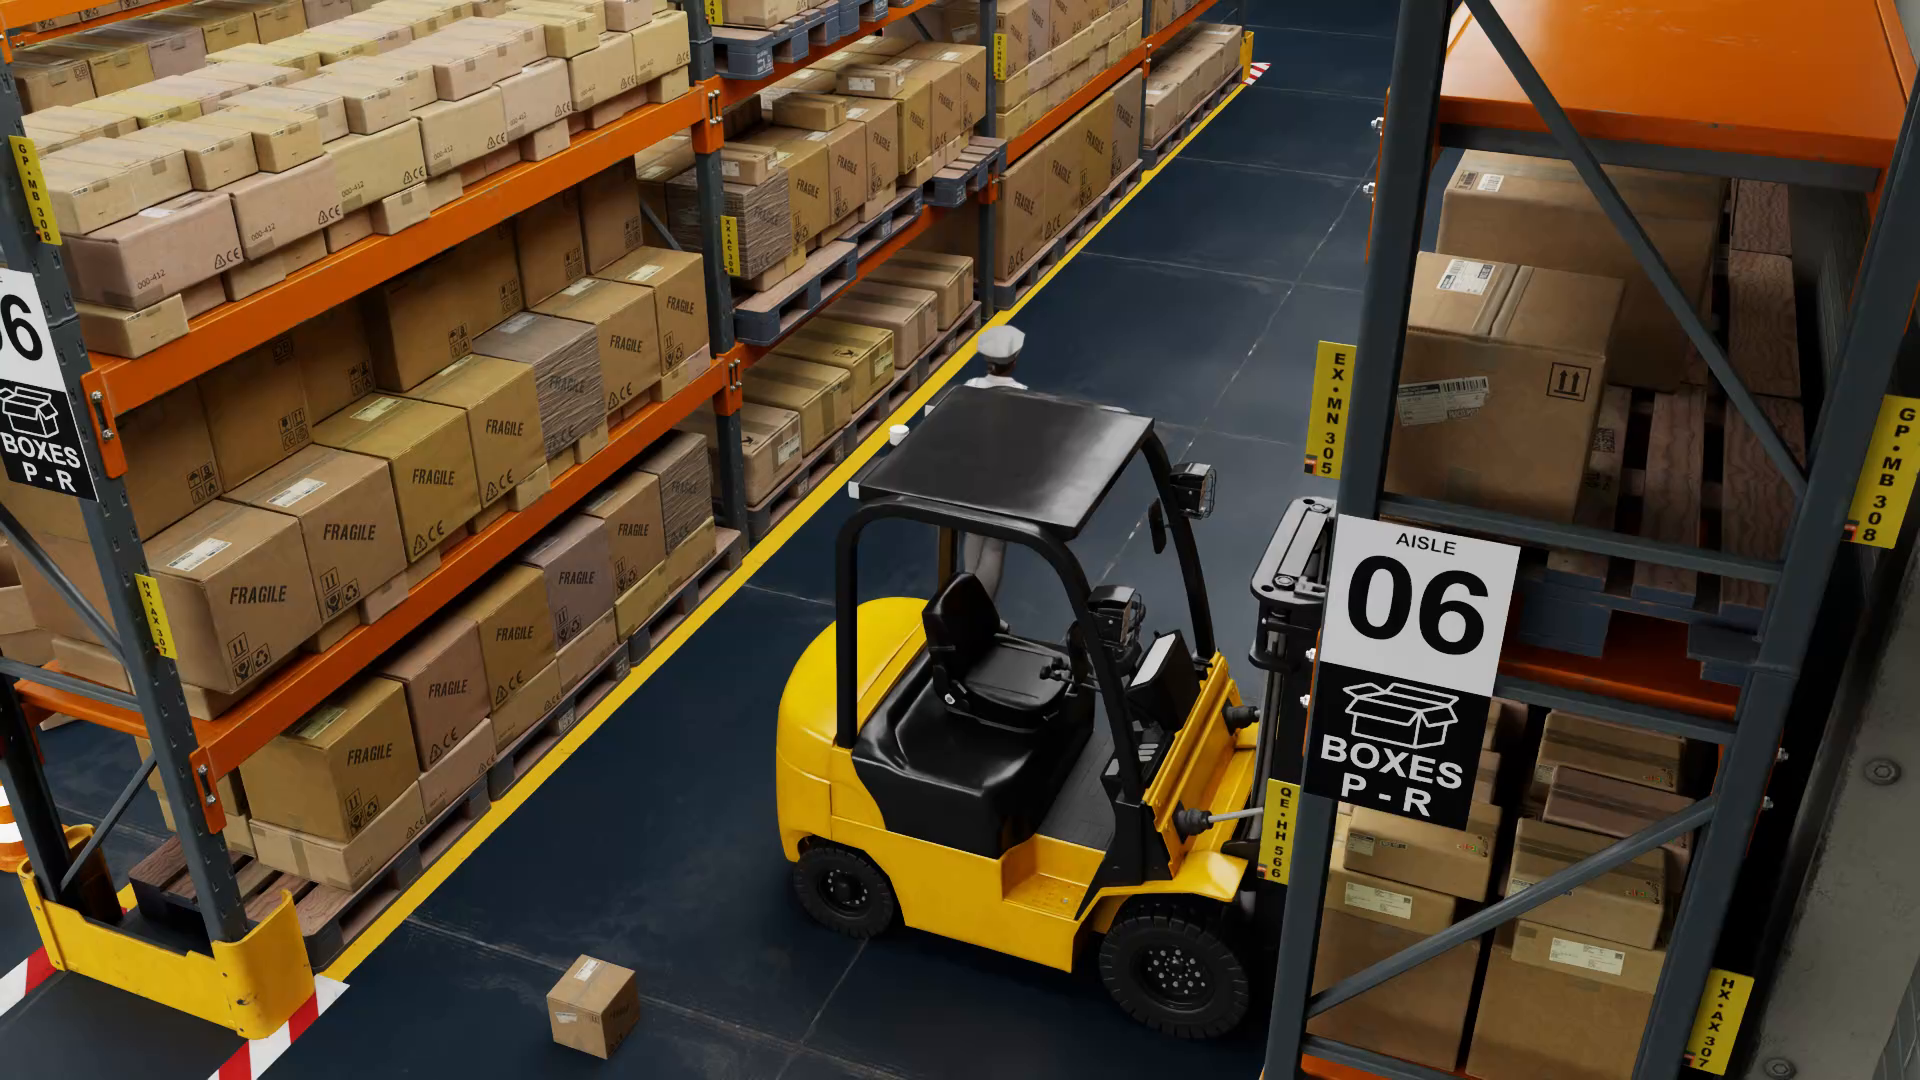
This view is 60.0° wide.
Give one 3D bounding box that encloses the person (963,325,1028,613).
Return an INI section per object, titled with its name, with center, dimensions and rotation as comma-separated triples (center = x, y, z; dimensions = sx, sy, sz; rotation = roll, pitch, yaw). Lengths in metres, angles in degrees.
[person]
center = 0.162, -0.270, 8.884
dimensions = 0.475, 1.728, 0.511
rotation = 9, 31, 15
